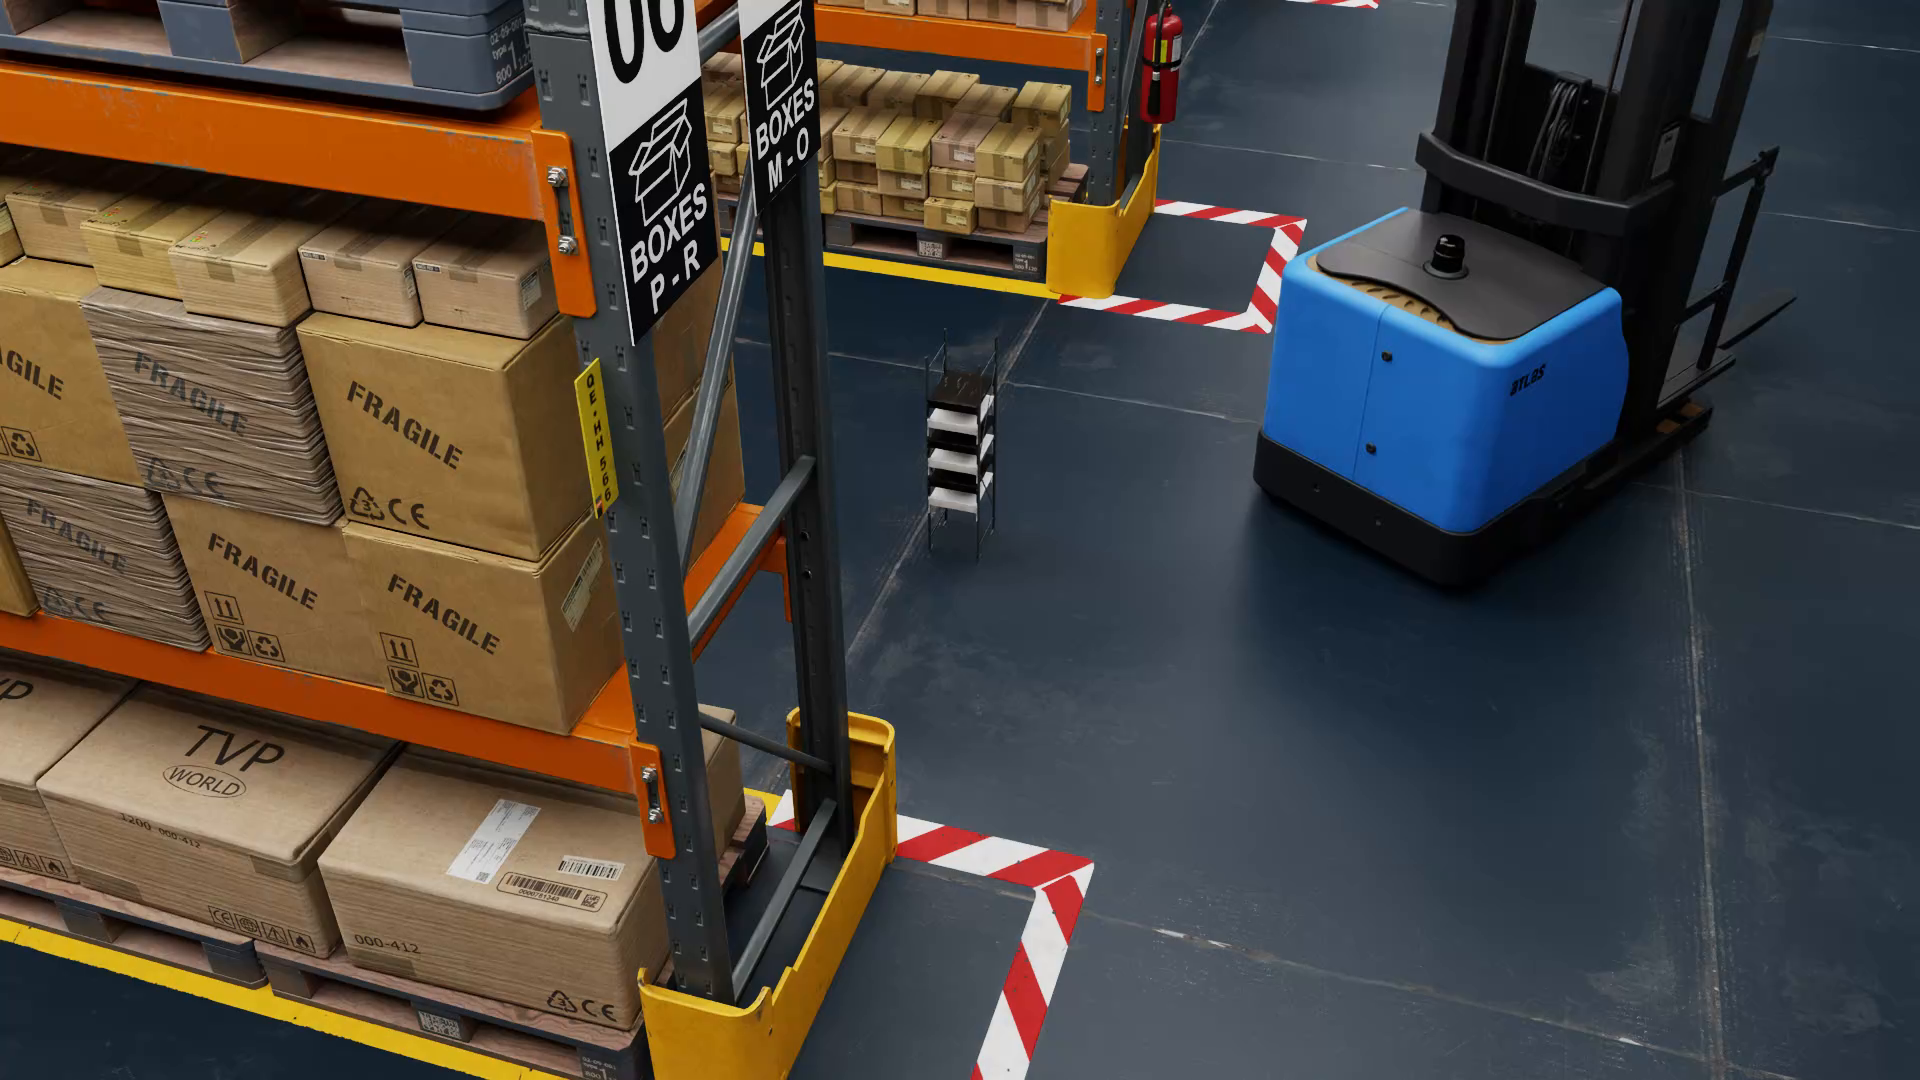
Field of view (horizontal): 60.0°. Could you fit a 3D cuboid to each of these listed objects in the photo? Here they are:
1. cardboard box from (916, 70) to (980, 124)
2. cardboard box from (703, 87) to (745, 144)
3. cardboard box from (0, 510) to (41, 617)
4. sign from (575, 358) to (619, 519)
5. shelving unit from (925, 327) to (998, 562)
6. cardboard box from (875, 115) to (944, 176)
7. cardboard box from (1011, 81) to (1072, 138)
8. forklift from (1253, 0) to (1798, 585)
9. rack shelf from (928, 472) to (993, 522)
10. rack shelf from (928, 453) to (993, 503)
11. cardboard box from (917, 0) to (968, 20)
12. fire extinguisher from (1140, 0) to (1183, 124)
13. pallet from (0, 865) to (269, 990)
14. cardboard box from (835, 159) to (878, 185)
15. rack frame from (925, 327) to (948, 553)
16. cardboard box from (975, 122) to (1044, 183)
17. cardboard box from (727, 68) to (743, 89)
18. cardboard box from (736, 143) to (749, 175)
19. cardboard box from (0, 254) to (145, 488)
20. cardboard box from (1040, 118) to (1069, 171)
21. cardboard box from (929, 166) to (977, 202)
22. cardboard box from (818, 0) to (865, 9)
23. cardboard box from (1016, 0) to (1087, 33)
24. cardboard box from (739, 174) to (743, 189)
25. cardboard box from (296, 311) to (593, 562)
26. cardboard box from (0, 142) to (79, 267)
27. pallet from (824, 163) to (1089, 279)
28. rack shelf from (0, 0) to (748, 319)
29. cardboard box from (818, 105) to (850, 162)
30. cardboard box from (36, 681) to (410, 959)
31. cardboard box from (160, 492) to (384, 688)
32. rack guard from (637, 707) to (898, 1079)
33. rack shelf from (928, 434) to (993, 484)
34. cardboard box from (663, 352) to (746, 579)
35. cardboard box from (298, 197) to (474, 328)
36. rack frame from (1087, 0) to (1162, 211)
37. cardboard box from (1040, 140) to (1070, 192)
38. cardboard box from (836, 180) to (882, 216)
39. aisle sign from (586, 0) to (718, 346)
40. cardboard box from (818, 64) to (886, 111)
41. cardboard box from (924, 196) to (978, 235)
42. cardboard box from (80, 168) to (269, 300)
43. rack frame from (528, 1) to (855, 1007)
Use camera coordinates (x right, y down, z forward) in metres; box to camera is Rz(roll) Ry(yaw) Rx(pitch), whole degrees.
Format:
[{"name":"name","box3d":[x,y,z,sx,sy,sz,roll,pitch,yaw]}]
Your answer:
[{"name":"cardboard box","box3d":[-0.066,-2.405,9.036,0.250,0.149,0.380,10,38,14]},{"name":"cardboard box","box3d":[-1.233,-2.260,8.839,0.250,0.149,0.380,11,38,14]},{"name":"cardboard box","box3d":[-2.550,-0.185,4.387,0.500,0.500,0.500,12,38,15]},{"name":"sign","box3d":[-0.721,-0.200,3.315,0.005,0.325,0.100,10,38,14]},{"name":"shelving unit","box3d":[0.008,-0.361,6.481,0.210,0.900,0.258,10,38,14]},{"name":"cardboard box","box3d":[-0.255,-2.023,8.517,0.250,0.149,0.380,10,37,13]},{"name":"cardboard box","box3d":[0.435,-2.307,8.903,0.250,0.149,0.380,9,37,12]},{"name":"forklift","box3d":[2.671,-1.747,6.651,3.031,2.935,1.130,-28,44,-32]},{"name":"rack shelf","box3d":[0.008,-0.189,6.608,0.200,0.077,0.258,10,38,14]},{"name":"rack shelf","box3d":[0.008,-0.262,6.554,0.200,0.077,0.258,10,38,14]},{"name":"cardboard box","box3d":[-0.032,-2.659,8.044,0.250,0.149,0.380,10,38,13]},{"name":"fire extinguisher","box3d":[0.937,-2.275,7.690,0.183,0.674,0.296,10,38,14]},{"name":"pallet","box3d":[-2.493,0.866,5.395,1.213,0.211,1.003,10,38,14]},{"name":"cardboard box","box3d":[-0.477,-2.031,8.778,0.250,0.149,0.380,10,38,13]},{"name":"rack frame","box3d":[-0.089,-0.379,6.506,0.006,0.900,0.240,10,38,14]},{"name":"cardboard box","box3d":[0.253,-1.972,8.448,0.250,0.149,0.380,11,38,14]},{"name":"cardboard box","box3d":[-1.096,-2.519,9.190,0.250,0.149,0.380,11,38,14]},{"name":"cardboard box","box3d":[-0.989,-2.065,8.825,0.250,0.149,0.380,12,38,16]},{"name":"cardboard box","box3d":[-2.056,-0.501,3.973,0.500,0.500,0.500,10,38,14]},{"name":"cardboard box","box3d":[0.410,-2.140,8.927,0.250,0.149,0.380,12,38,16]},{"name":"cardboard box","box3d":[0.012,-1.911,8.616,0.250,0.149,0.380,10,37,13]},{"name":"cardboard box","box3d":[-0.525,-2.754,8.174,0.250,0.149,0.380,9,37,12]},{"name":"cardboard box","box3d":[0.438,-2.558,7.907,0.250,0.149,0.380,11,38,14]},{"name":"cardboard box","box3d":[-0.990,-1.947,8.915,0.250,0.149,0.380,11,38,15]},{"name":"cardboard box","box3d":[-1.077,-0.336,3.749,0.500,0.500,0.500,12,38,15]},{"name":"cardboard box","box3d":[-2.182,-0.792,3.820,0.250,0.149,0.380,11,38,15]},{"name":"pallet","box3d":[-0.004,-1.816,9.039,1.213,0.211,1.003,10,38,14]},{"name":"rack shelf","box3d":[-2.455,-1.215,3.946,4.000,0.370,1.077,10,38,14]},{"name":"cardboard box","box3d":[-0.756,-2.121,8.650,0.250,0.149,0.380,12,38,16]},{"name":"cardboard box","box3d":[-2.082,0.703,5.072,0.875,0.438,0.875,11,38,15]},{"name":"cardboard box","box3d":[-1.560,-0.016,4.157,0.500,0.500,0.500,10,37,13]},{"name":"rack guard","box3d":[-0.523,1.068,4.877,0.348,0.500,1.175,10,38,14]},{"name":"rack shelf","box3d":[0.008,-0.334,6.501,0.200,0.077,0.258,10,38,14]},{"name":"cardboard box","box3d":[-0.918,-0.231,4.448,0.500,0.500,0.500,10,38,14]},{"name":"cardboard box","box3d":[-1.197,-0.629,3.598,0.250,0.149,0.380,11,38,15]},{"name":"rack frame","box3d":[0.834,-2.762,7.972,0.127,3.000,1.000,10,38,14]},{"name":"cardboard box","box3d":[0.429,-2.056,9.064,0.250,0.149,0.380,11,38,15]},{"name":"cardboard box","box3d":[-0.473,-1.877,8.821,0.250,0.149,0.380,11,38,14]},{"name":"aisle sign","box3d":[-0.569,-0.802,3.116,0.004,0.787,0.394,10,38,14]},{"name":"cardboard box","box3d":[-0.590,-2.456,9.105,0.250,0.149,0.380,12,38,16]},{"name":"cardboard box","box3d":[-0.006,-1.746,8.642,0.250,0.149,0.380,12,38,15]},{"name":"cardboard box","box3d":[-1.697,-0.694,3.688,0.250,0.149,0.380,11,38,15]},{"name":"rack frame","box3d":[-0.546,0.057,4.142,0.127,3.000,1.000,10,38,14]}]
